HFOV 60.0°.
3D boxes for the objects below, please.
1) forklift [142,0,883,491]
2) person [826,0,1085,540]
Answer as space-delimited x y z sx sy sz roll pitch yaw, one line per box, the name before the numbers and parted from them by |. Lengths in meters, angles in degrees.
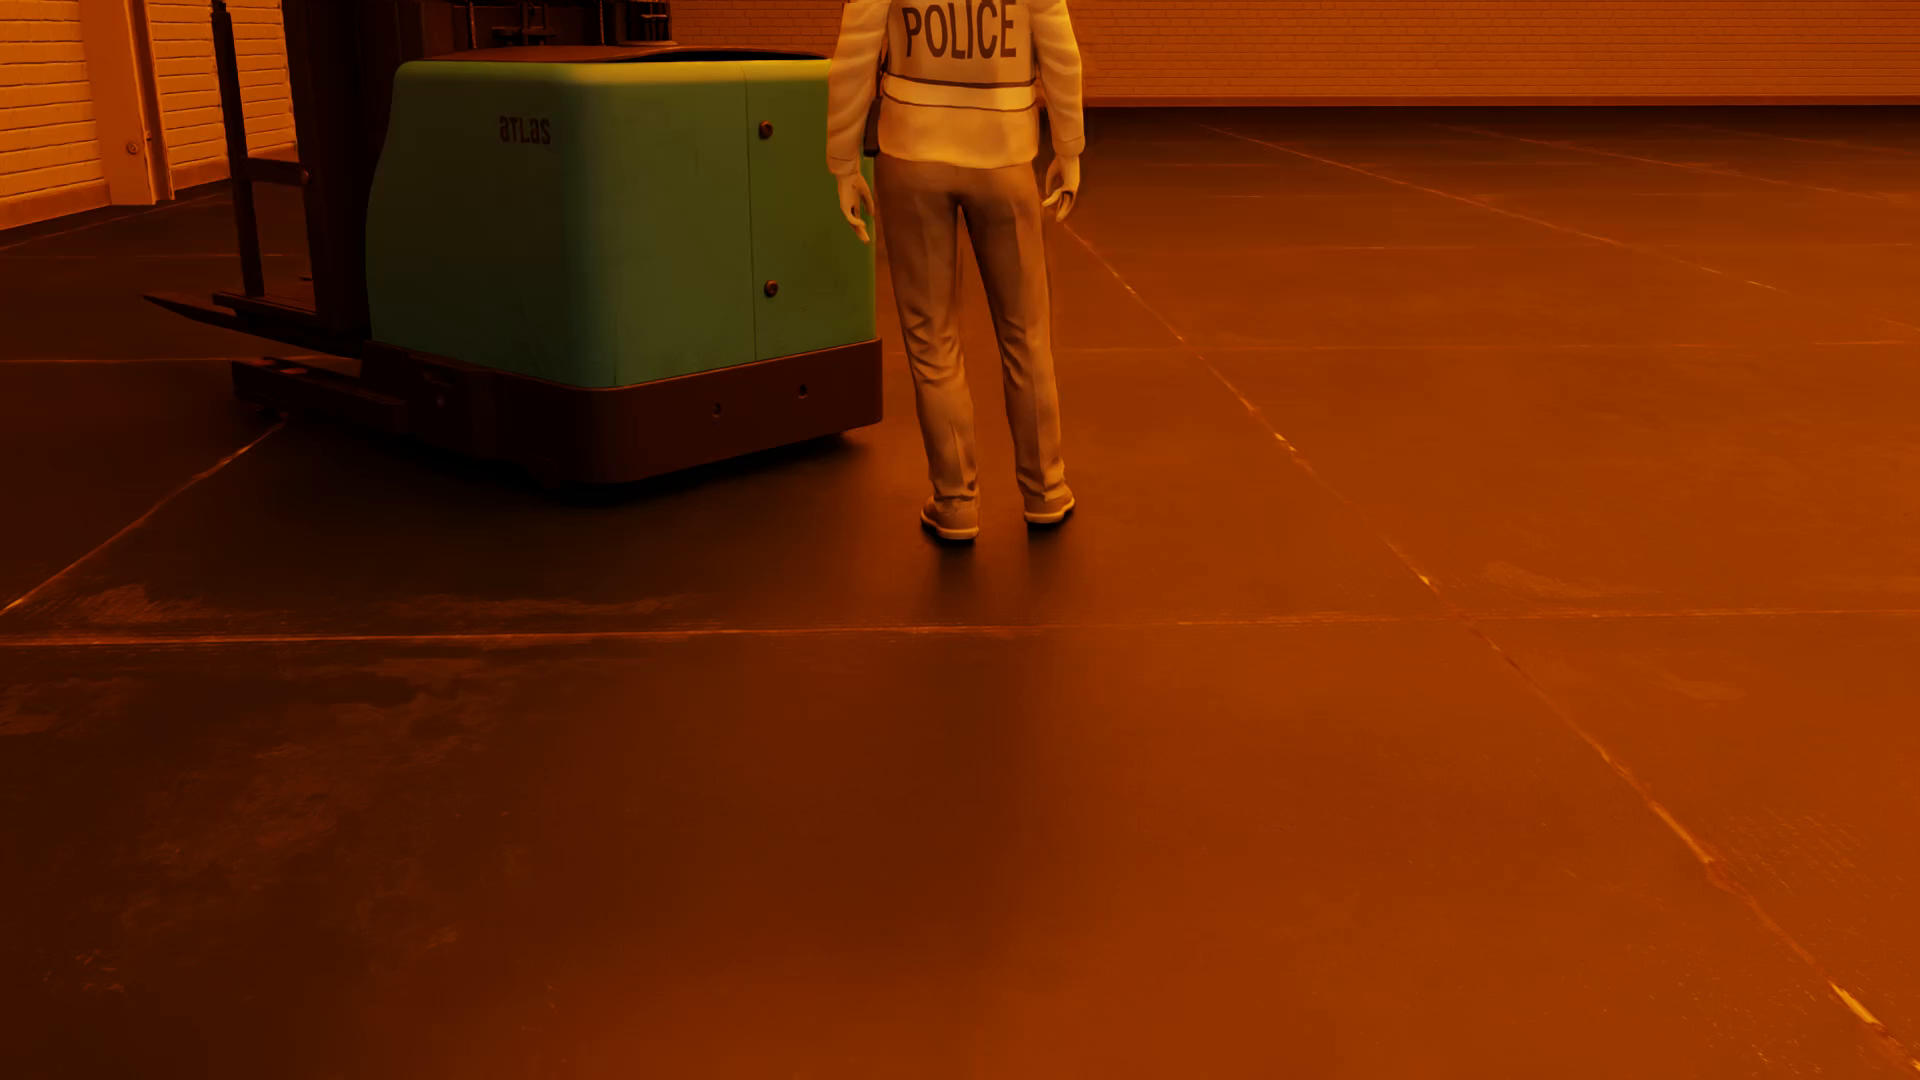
forklift | -1.655 -1.867 5.012 3.031 2.935 1.130 15 22 40
person | -0.001 -0.837 3.740 0.595 1.692 0.517 -1 17 -3
